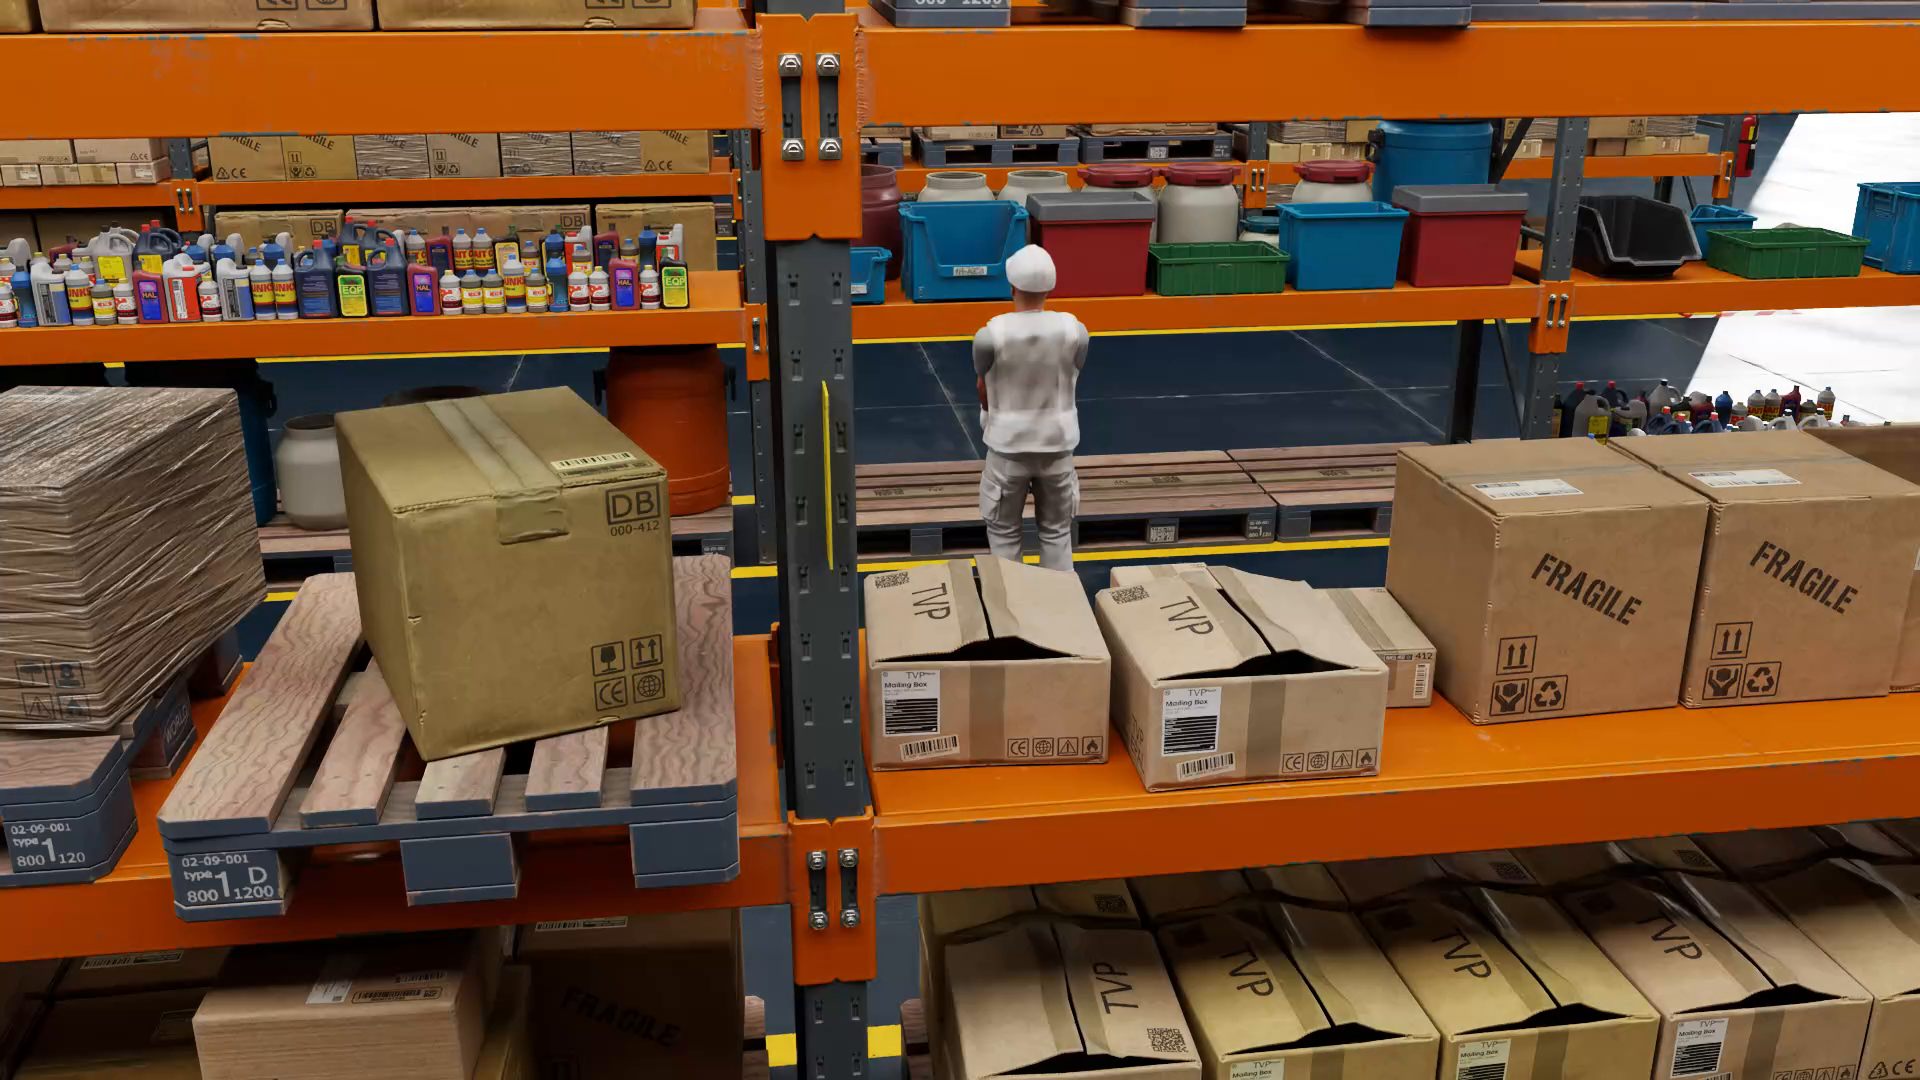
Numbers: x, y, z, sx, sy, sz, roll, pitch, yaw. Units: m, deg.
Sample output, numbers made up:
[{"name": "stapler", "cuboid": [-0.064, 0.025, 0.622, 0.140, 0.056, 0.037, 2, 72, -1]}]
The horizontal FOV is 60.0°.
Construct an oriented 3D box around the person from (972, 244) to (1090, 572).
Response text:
[{"name": "person", "cuboid": [0.279, -0.413, 7.193, 0.493, 1.782, 0.560, -3, 20, -7]}]
